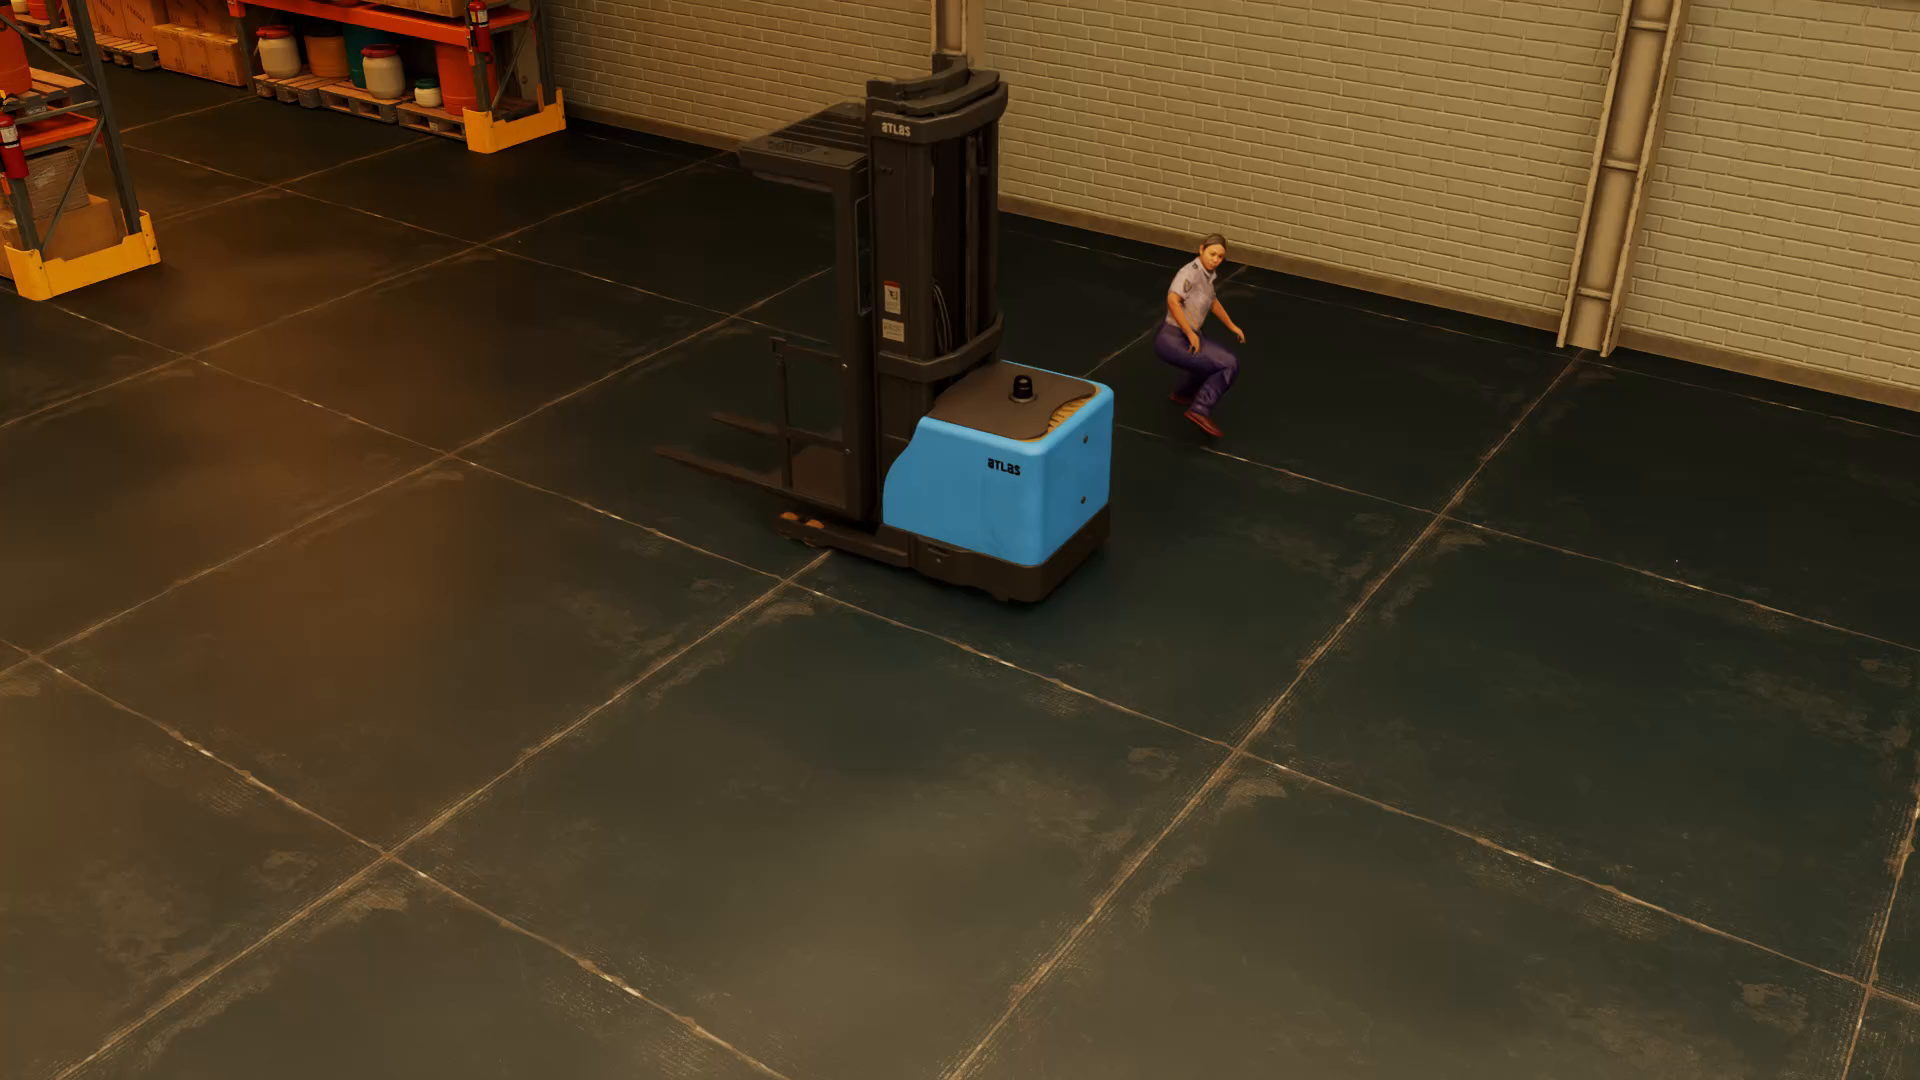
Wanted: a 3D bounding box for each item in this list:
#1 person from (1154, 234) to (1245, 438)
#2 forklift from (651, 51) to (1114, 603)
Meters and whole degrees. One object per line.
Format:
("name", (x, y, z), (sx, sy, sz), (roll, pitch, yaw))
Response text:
("person", (1.677, -1.428, 11.618), (0.632, 1.439, 0.825), (5, 31, 8))
("forklift", (-0.594, -1.434, 10.052), (3.031, 2.935, 1.130), (17, 34, 26))
